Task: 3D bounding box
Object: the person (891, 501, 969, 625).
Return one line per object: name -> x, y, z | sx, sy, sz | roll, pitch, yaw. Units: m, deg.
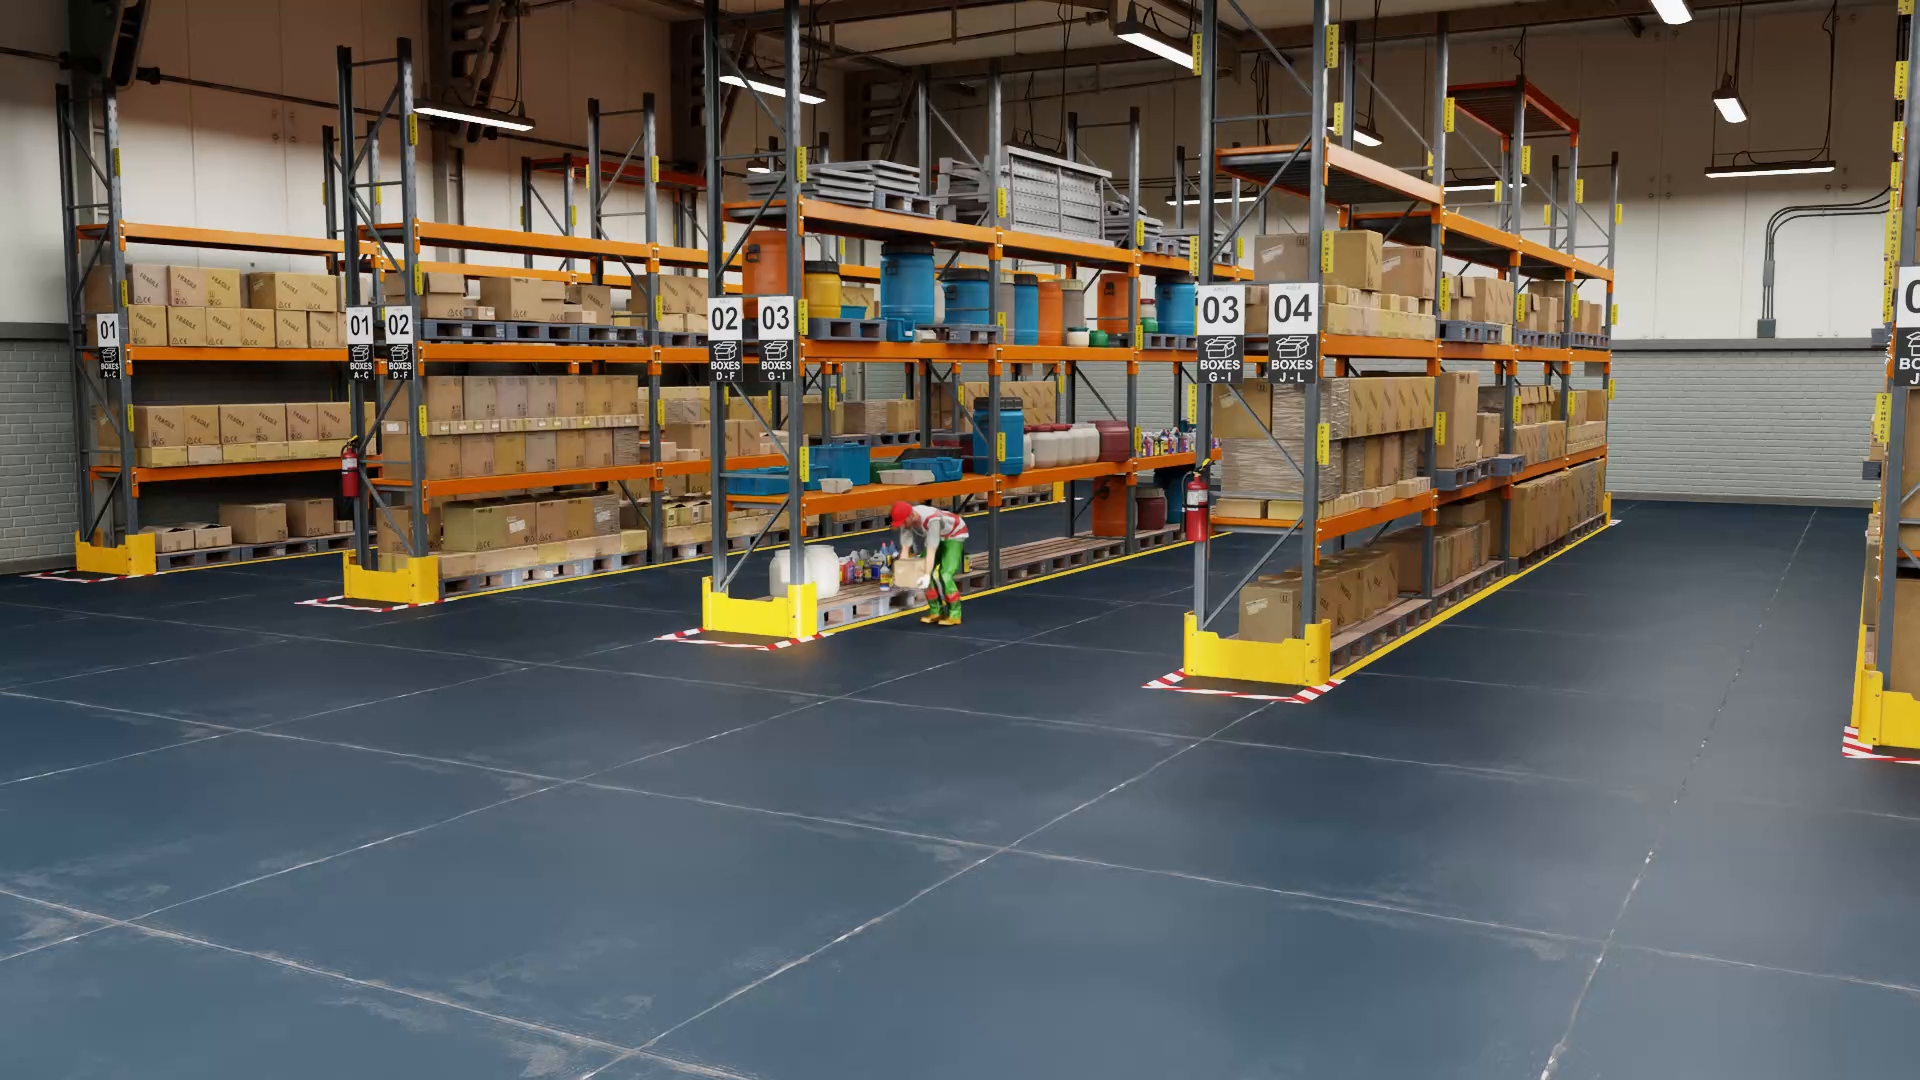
person -> -0.327, 0.220, 16.400 | 0.928, 1.257, 0.507 | -6, 8, -44
